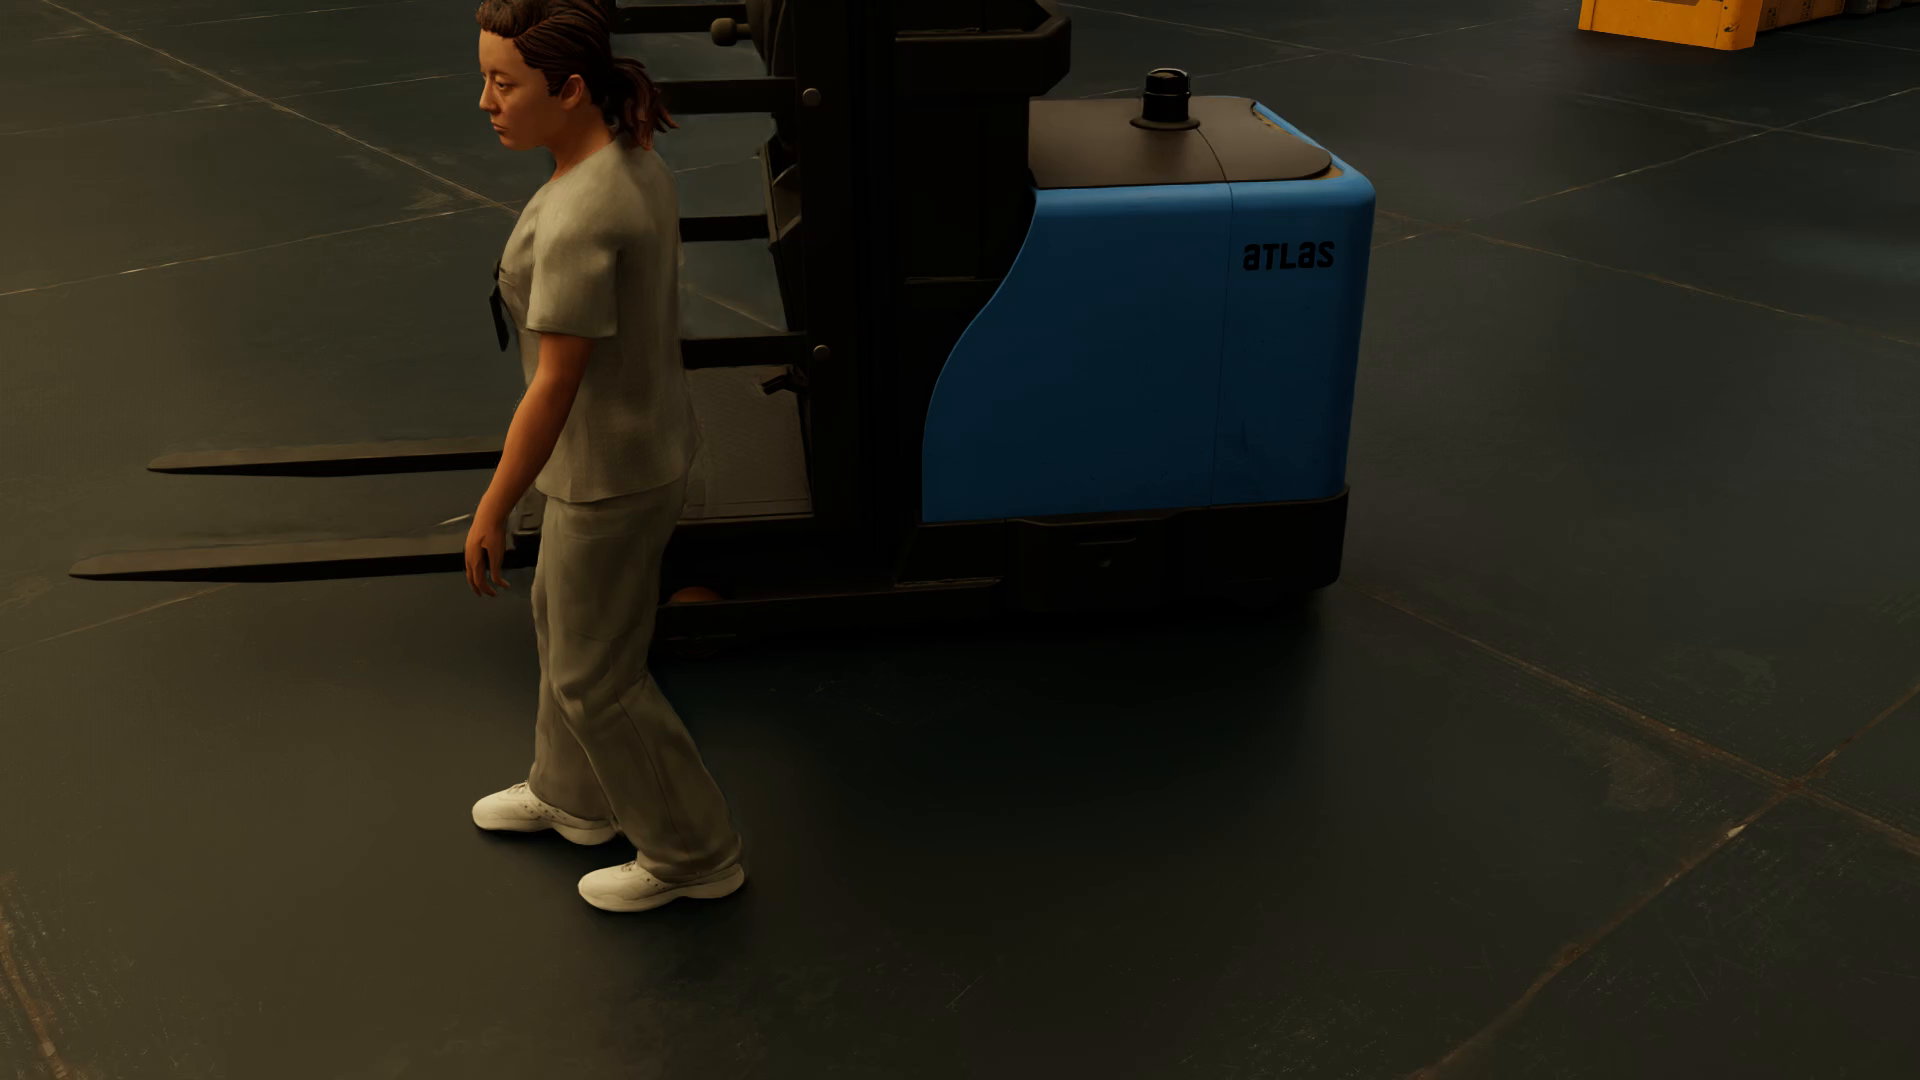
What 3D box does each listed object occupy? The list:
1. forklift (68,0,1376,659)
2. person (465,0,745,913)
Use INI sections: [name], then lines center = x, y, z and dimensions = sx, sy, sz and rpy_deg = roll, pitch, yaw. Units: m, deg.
[forklift]
center = -0.606, -1.272, 3.766
dimensions = 3.031, 2.935, 1.130
rpy_deg = -4, 27, -7
[person]
center = -0.694, -0.117, 2.881
dimensions = 0.573, 1.653, 0.629
rpy_deg = 0, 26, 0
